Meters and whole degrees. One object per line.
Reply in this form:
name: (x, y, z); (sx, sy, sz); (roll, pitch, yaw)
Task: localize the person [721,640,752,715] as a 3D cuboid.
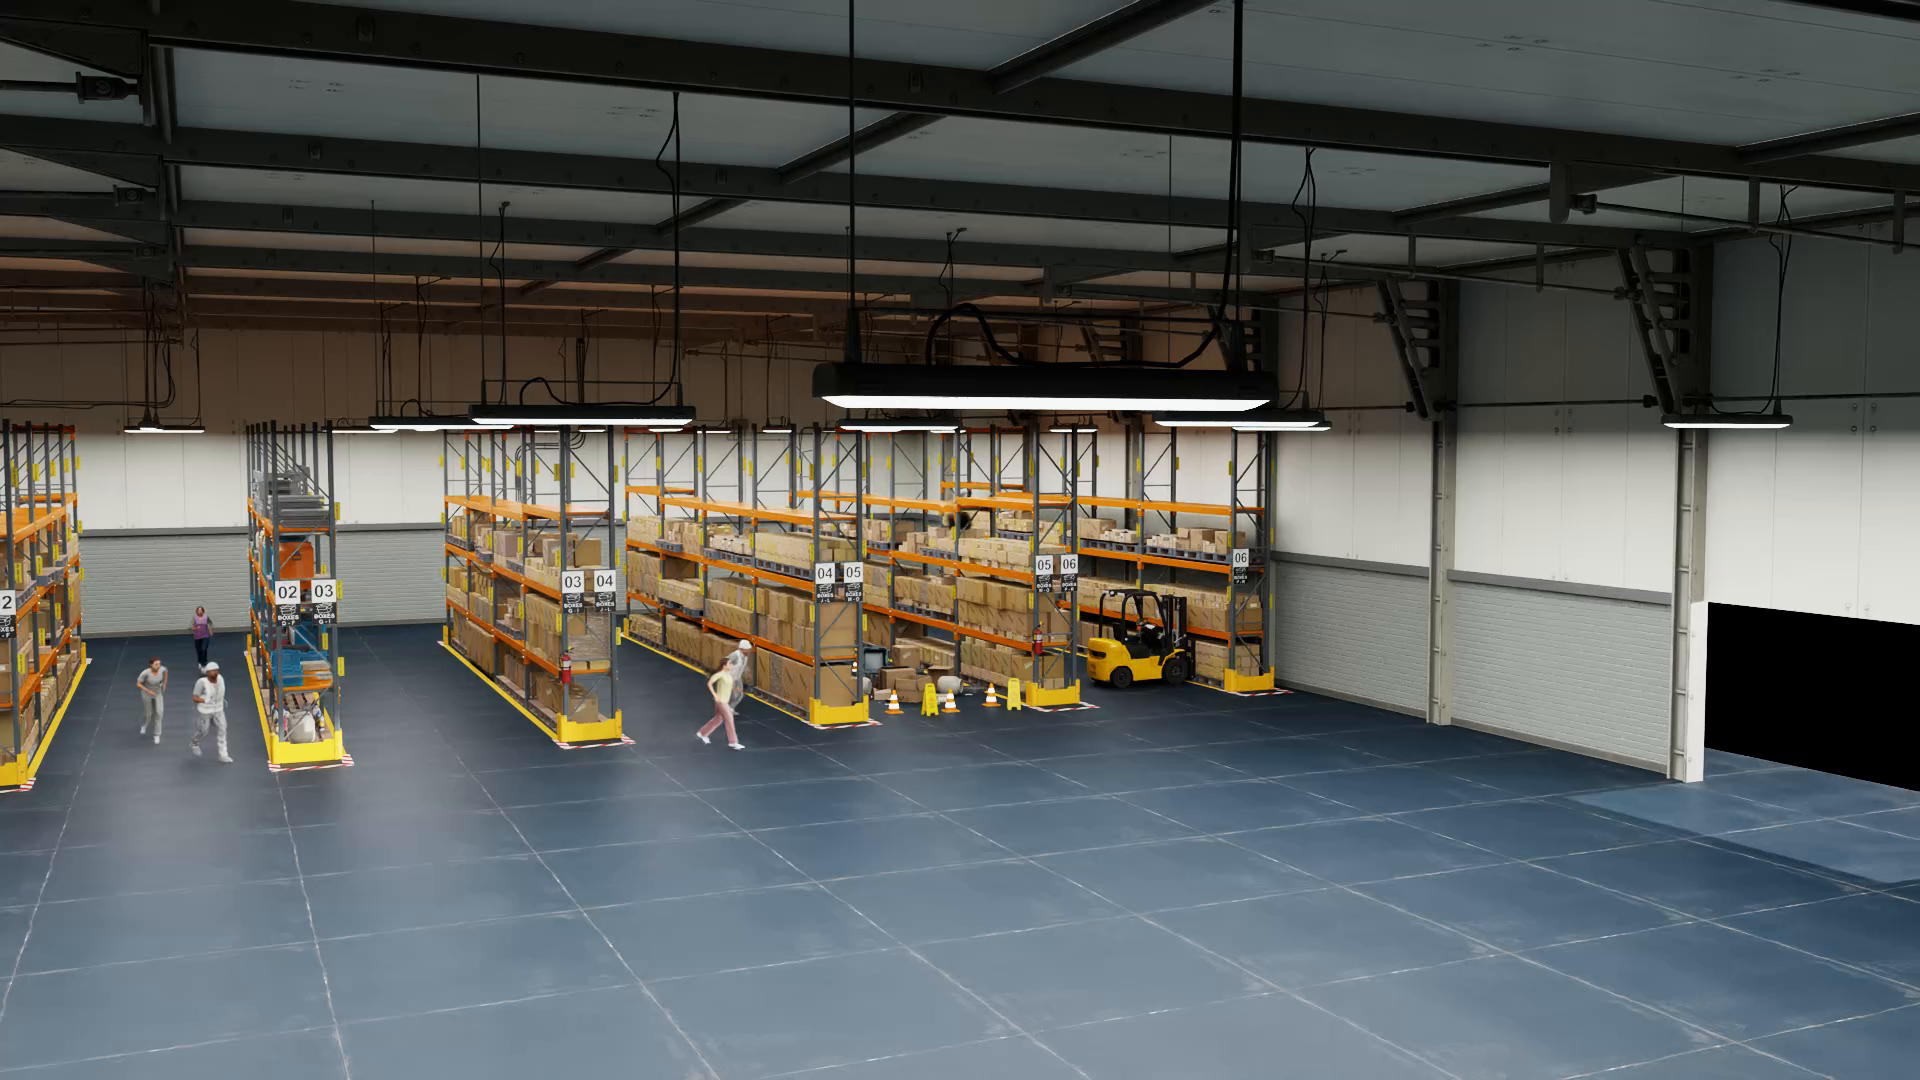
person: (-4.639, 2.815, 34.021); (0.937, 1.581, 0.677); (2, 4, 34)

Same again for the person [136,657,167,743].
person: (-15.265, 2.980, 31.357); (1.010, 1.624, 0.594); (3, 5, 44)

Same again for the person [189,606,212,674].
person: (-18.353, 2.392, 40.209); (0.500, 1.626, 0.824); (-1, 4, -20)

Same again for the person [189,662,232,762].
person: (-13.149, 2.994, 29.116); (1.063, 1.746, 0.660); (3, 5, 38)

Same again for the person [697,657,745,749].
person: (-4.401, 2.979, 30.497); (0.956, 1.666, 0.543); (1, 4, 11)
